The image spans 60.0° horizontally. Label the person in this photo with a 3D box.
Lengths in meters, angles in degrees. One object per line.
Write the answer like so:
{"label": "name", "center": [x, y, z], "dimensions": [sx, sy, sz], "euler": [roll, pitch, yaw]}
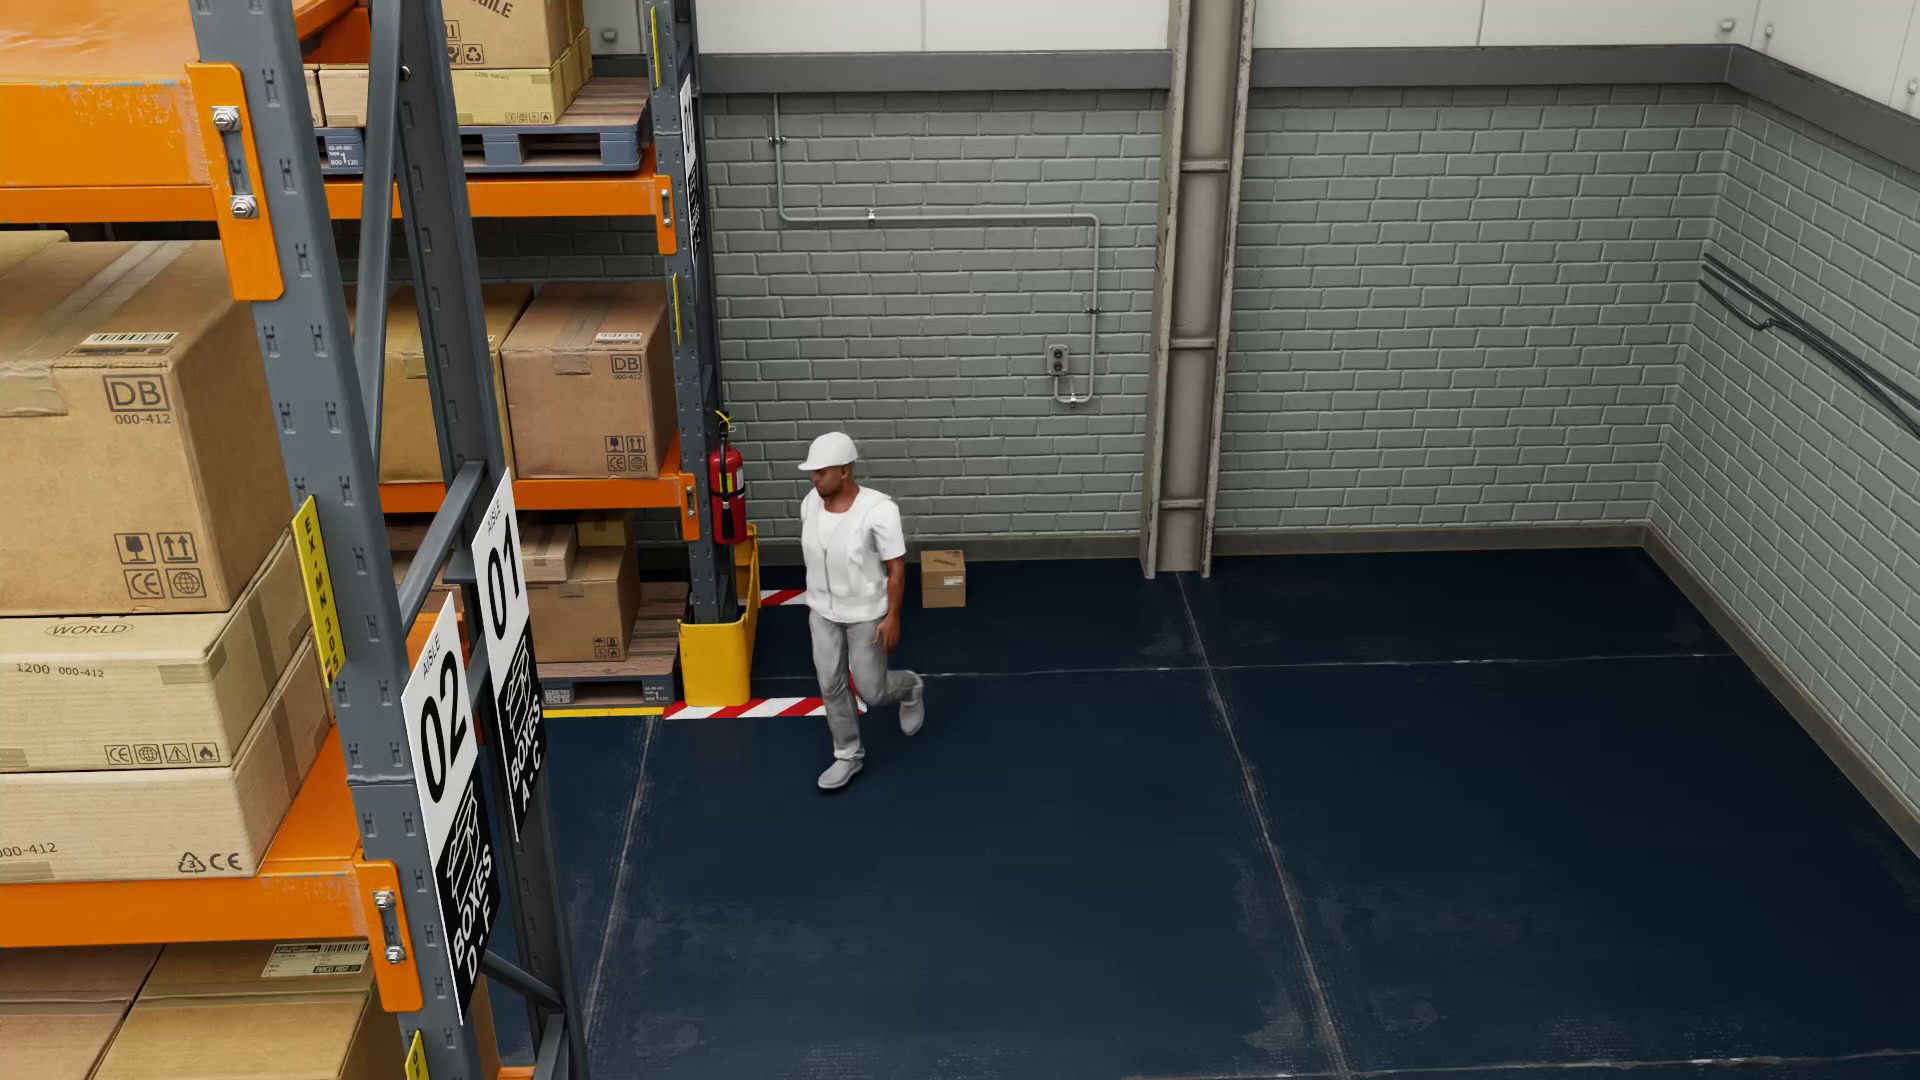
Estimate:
{"label": "person", "center": [-0.511, 0.313, 7.981], "dimensions": [0.586, 1.739, 0.737], "euler": [15, 31, 26]}
